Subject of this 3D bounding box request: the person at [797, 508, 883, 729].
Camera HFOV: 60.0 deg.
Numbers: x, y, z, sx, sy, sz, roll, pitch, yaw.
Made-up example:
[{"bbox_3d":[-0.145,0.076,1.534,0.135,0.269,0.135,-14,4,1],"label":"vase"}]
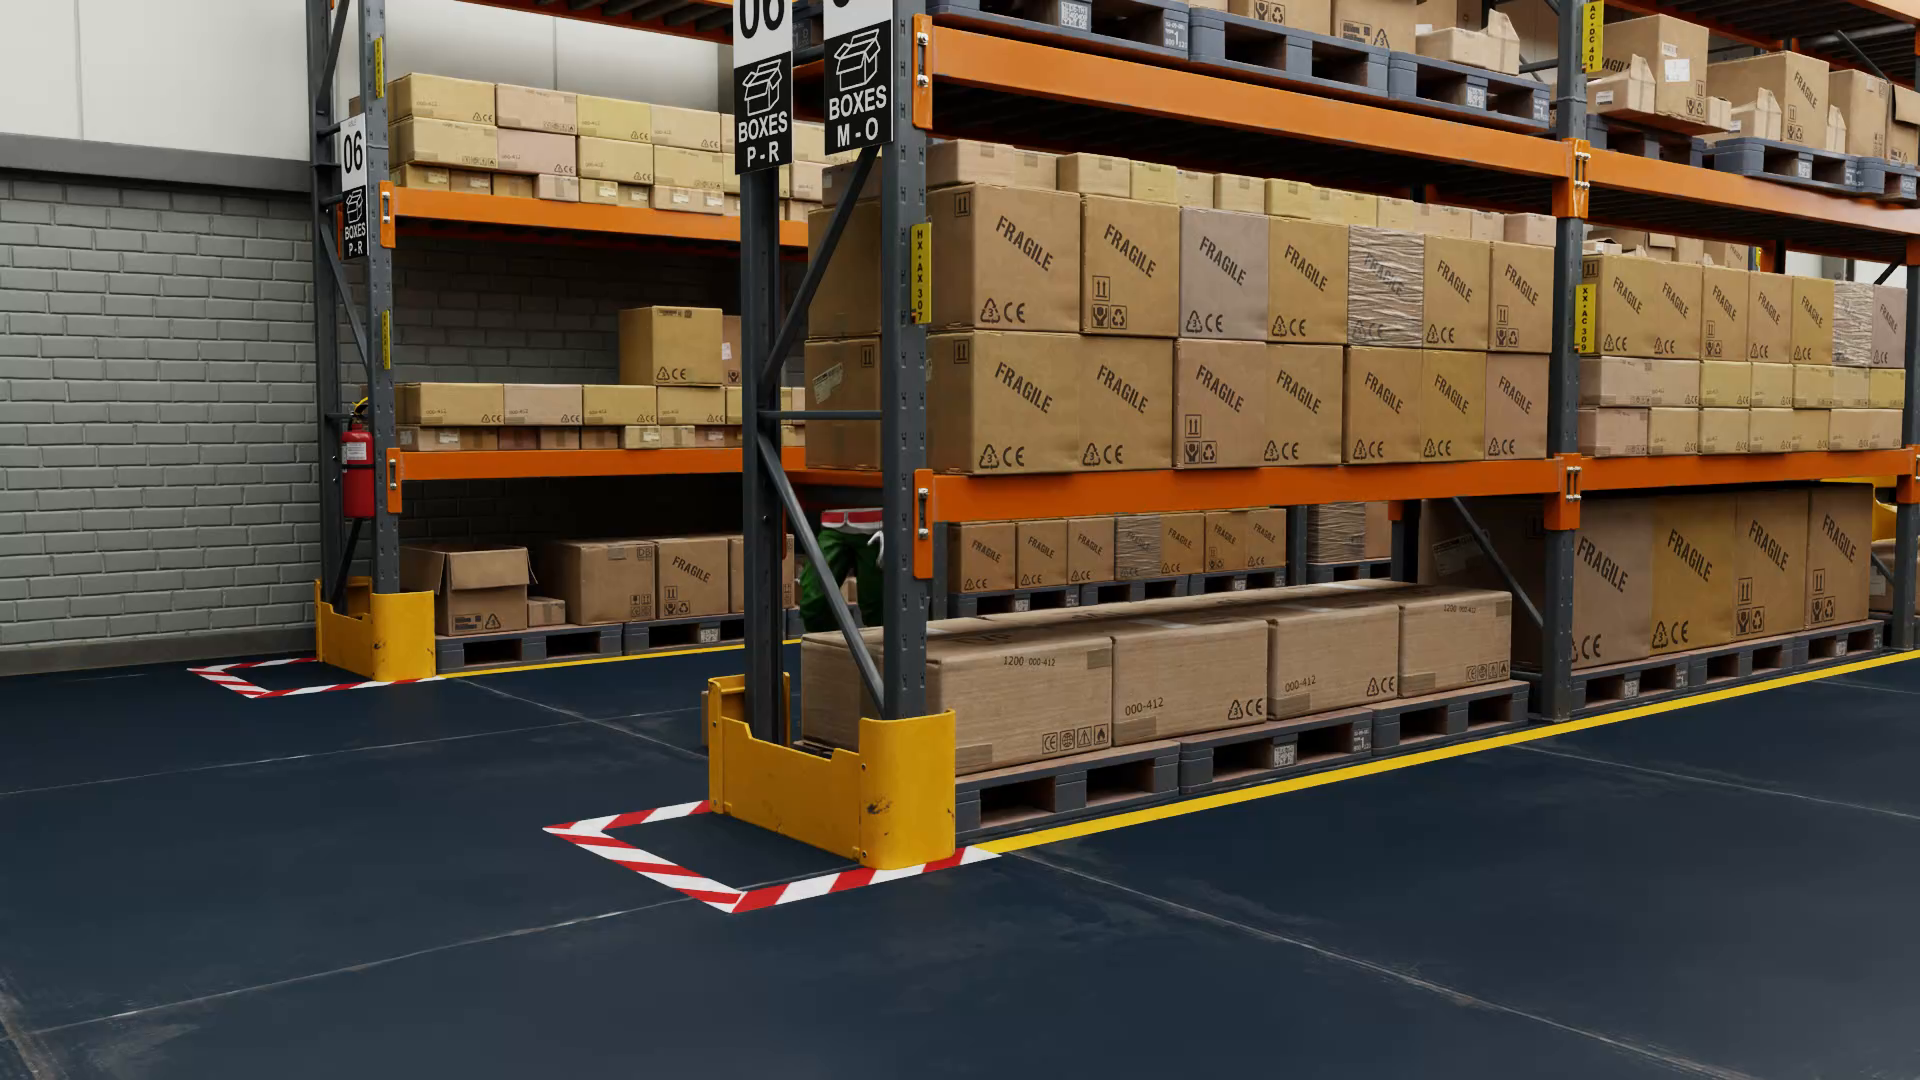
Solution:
[{"bbox_3d":[-0.505,0.011,8.098,0.547,1.835,0.472,2,5,23],"label":"person"}]
